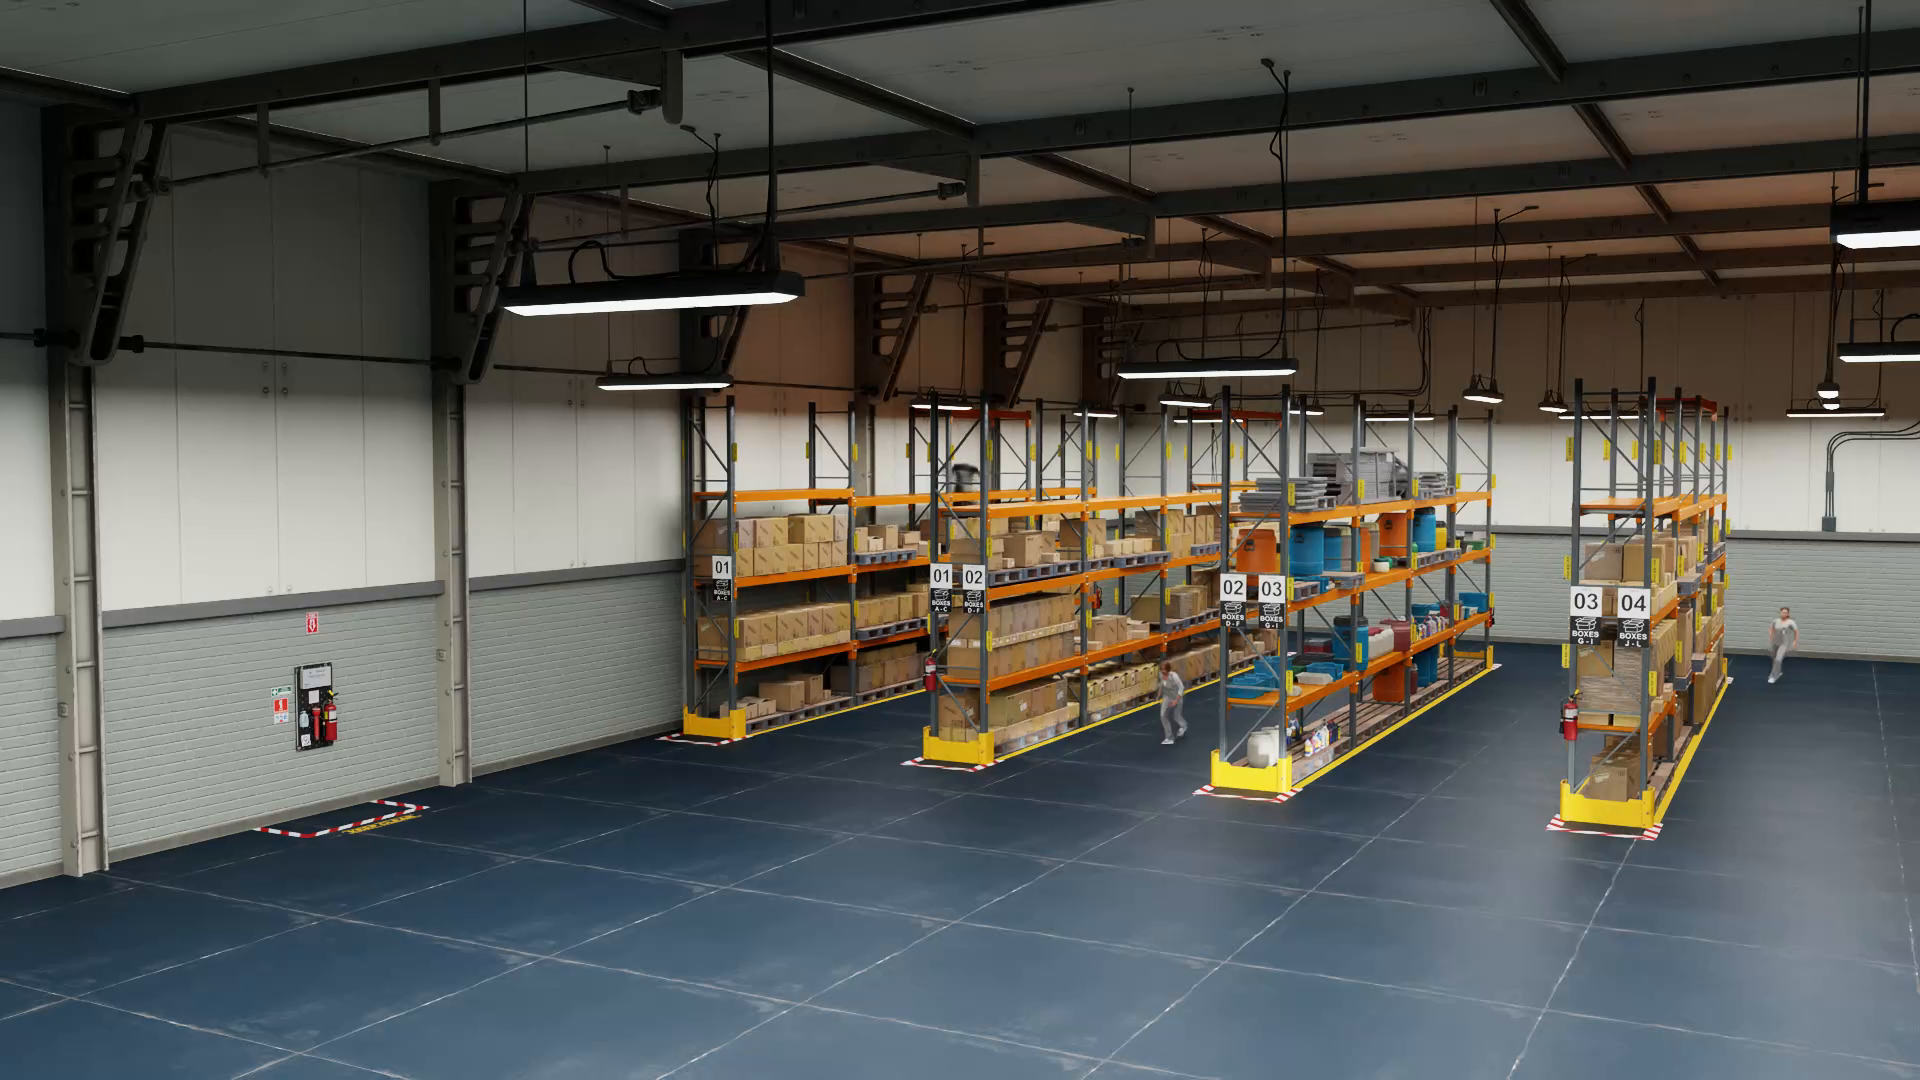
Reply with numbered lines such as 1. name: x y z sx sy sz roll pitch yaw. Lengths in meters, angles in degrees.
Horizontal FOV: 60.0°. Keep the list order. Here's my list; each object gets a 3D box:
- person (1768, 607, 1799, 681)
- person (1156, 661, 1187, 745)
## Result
1. person: 17.684 2.221 35.758 0.794 1.580 0.592 -3 4 -44
2. person: 3.706 2.790 28.655 0.522 1.406 0.976 2 4 37
